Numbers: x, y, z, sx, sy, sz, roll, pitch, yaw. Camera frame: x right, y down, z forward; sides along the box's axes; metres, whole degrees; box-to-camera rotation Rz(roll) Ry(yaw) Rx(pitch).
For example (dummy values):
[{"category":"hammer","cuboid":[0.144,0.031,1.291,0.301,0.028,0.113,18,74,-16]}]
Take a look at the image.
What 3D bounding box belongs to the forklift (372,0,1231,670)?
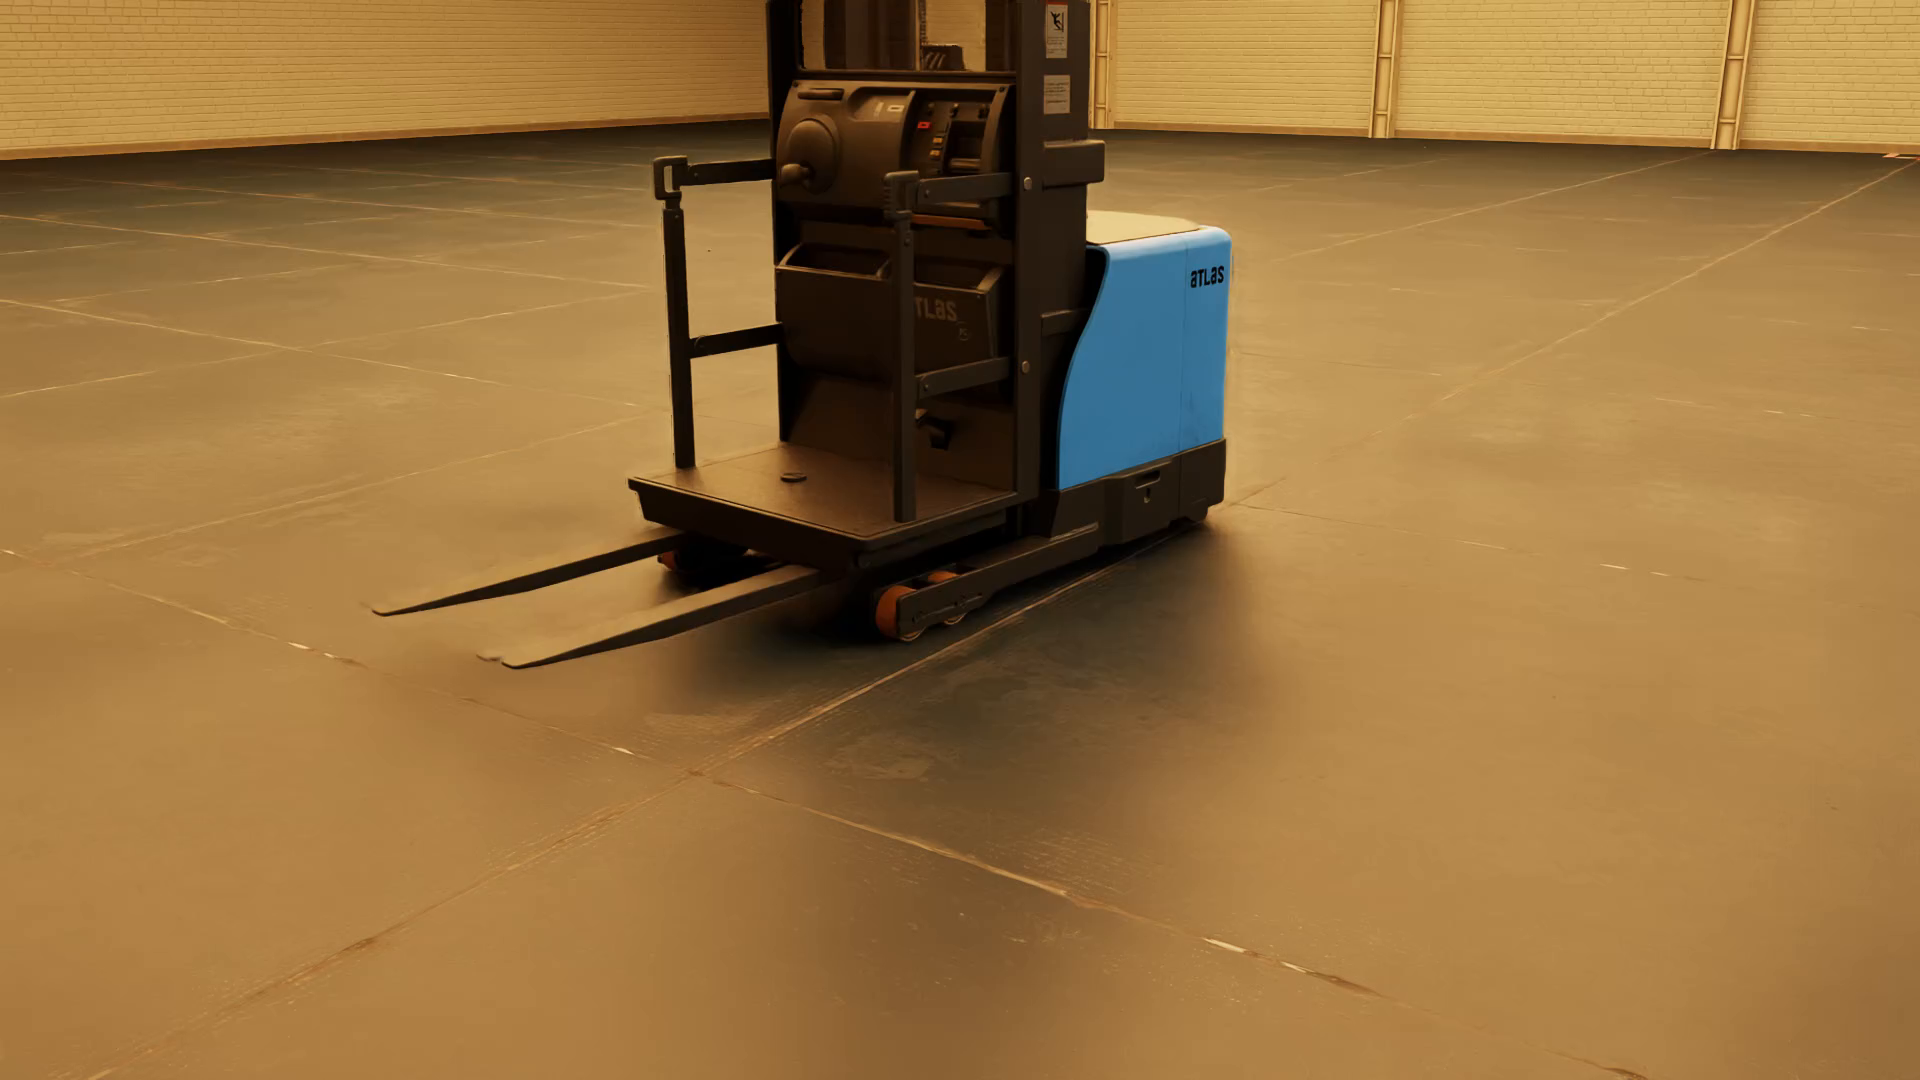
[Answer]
[{"category":"forklift","cuboid":[-0.362,-1.265,5.062,1.130,2.935,3.031,14,22,39]}]
